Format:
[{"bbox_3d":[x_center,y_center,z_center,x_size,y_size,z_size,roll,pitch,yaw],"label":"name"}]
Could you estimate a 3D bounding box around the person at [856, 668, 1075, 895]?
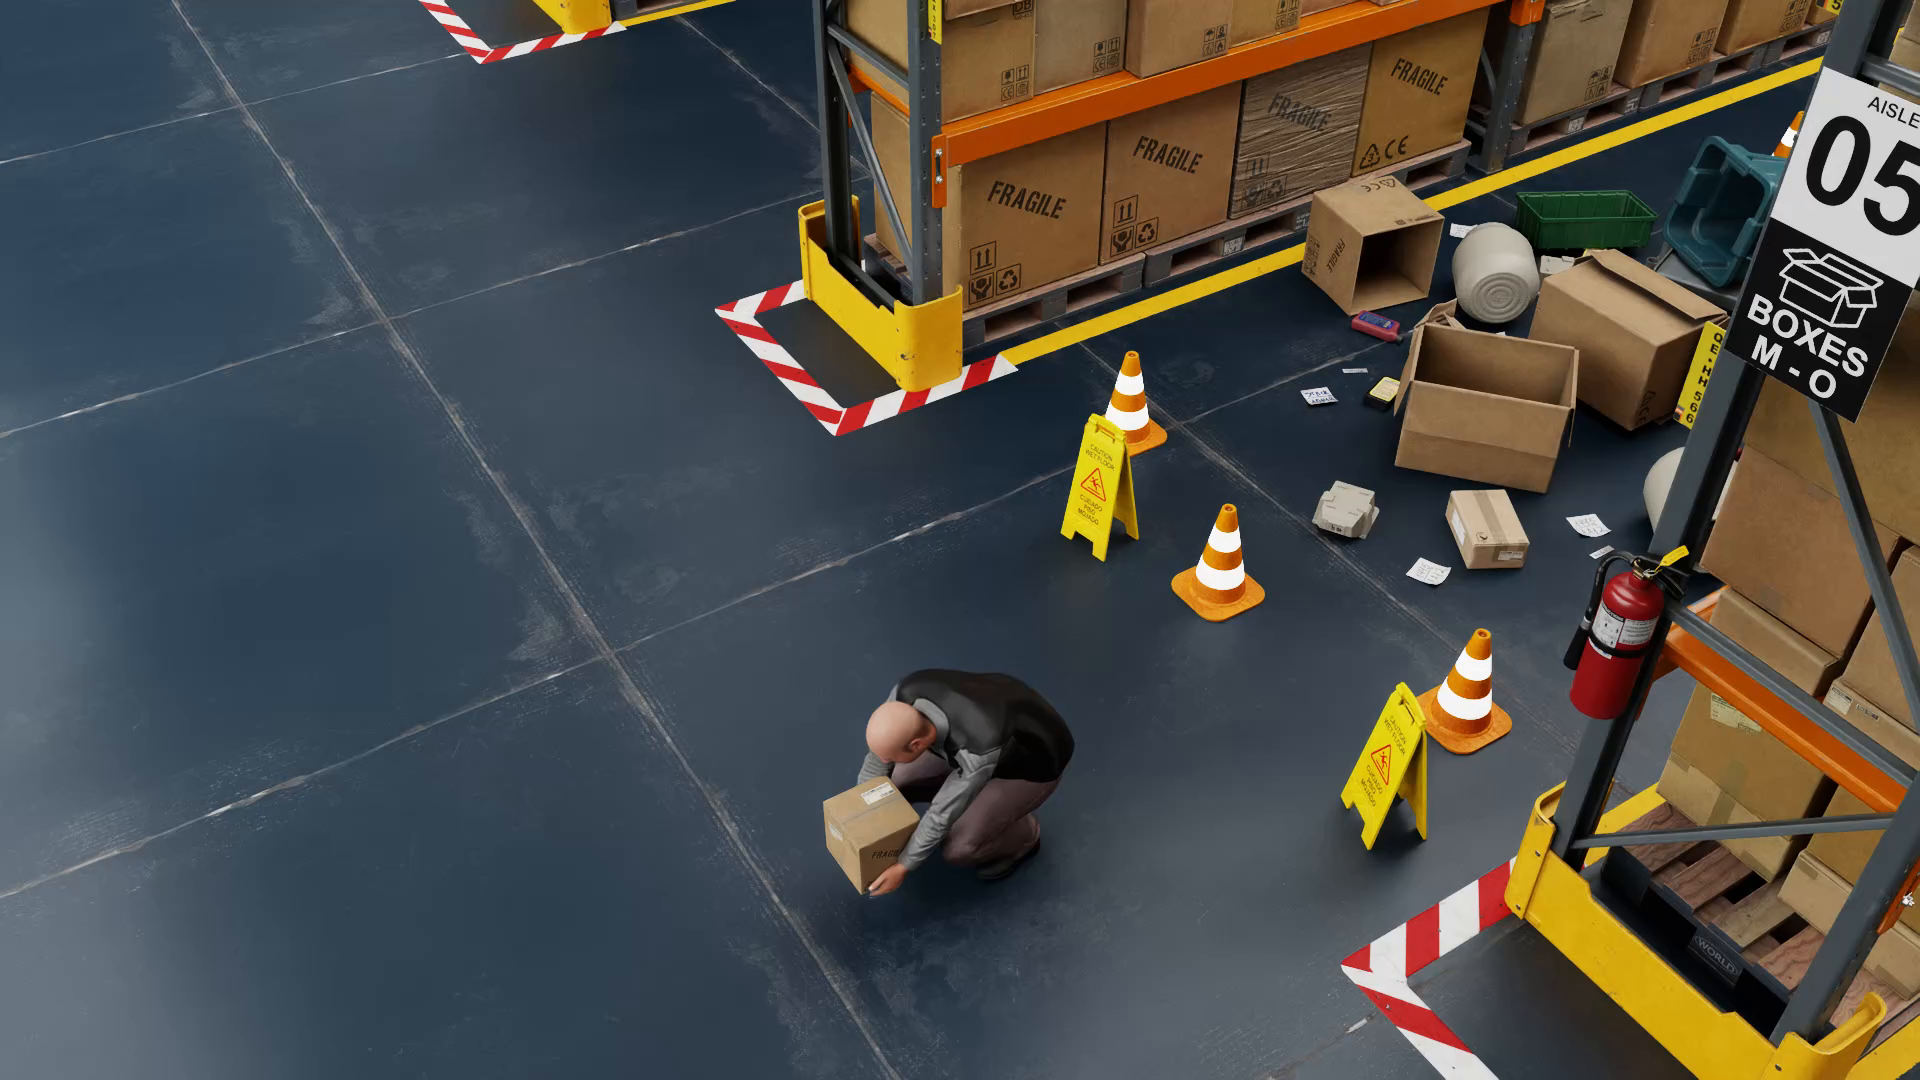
[{"bbox_3d":[-0.016,0.794,5.837,0.881,0.970,0.523,-23,46,-25],"label":"person"}]
